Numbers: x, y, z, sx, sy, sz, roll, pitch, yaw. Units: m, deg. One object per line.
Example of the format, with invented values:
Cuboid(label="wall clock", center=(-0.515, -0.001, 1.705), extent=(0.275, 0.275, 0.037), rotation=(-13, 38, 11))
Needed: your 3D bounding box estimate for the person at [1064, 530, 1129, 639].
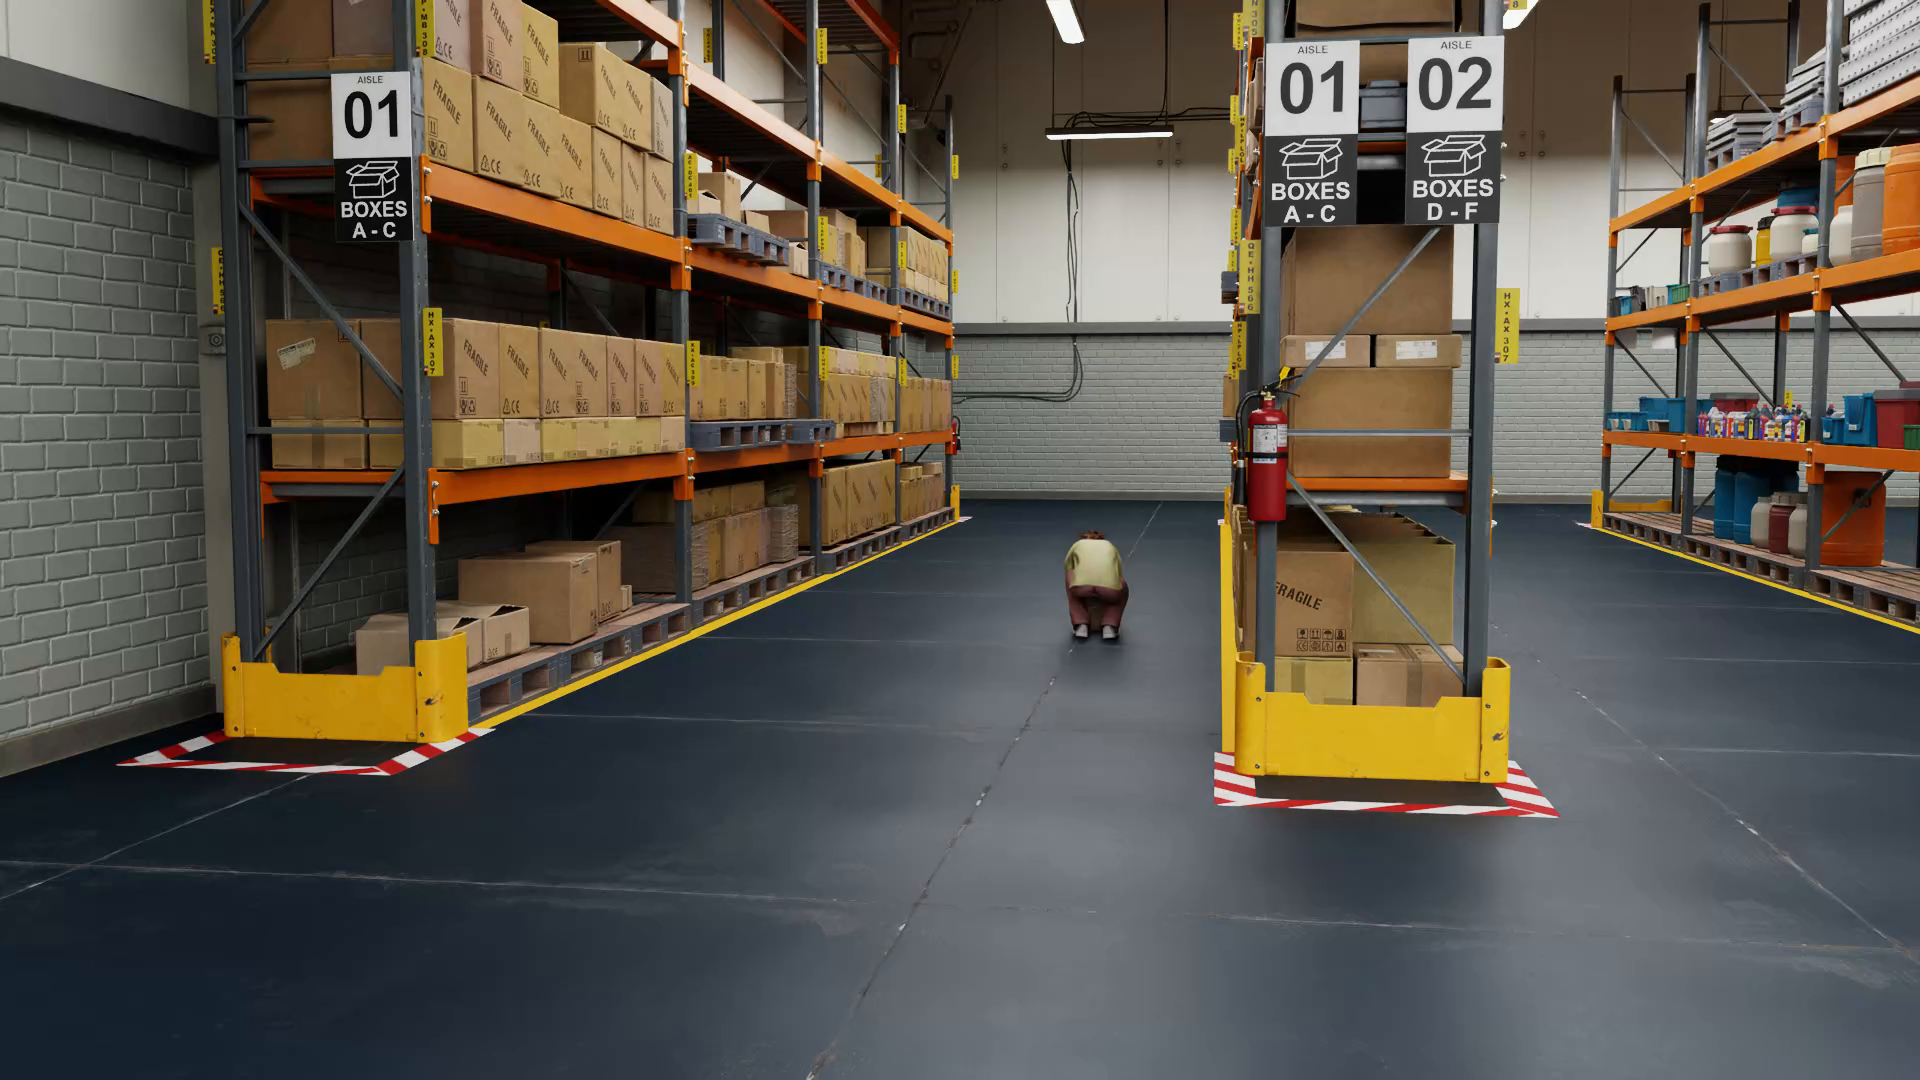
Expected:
Cuboid(label="person", center=(0.970, 0.349, 11.912), extent=(0.465, 0.800, 0.835), rotation=(1, 5, 8))
